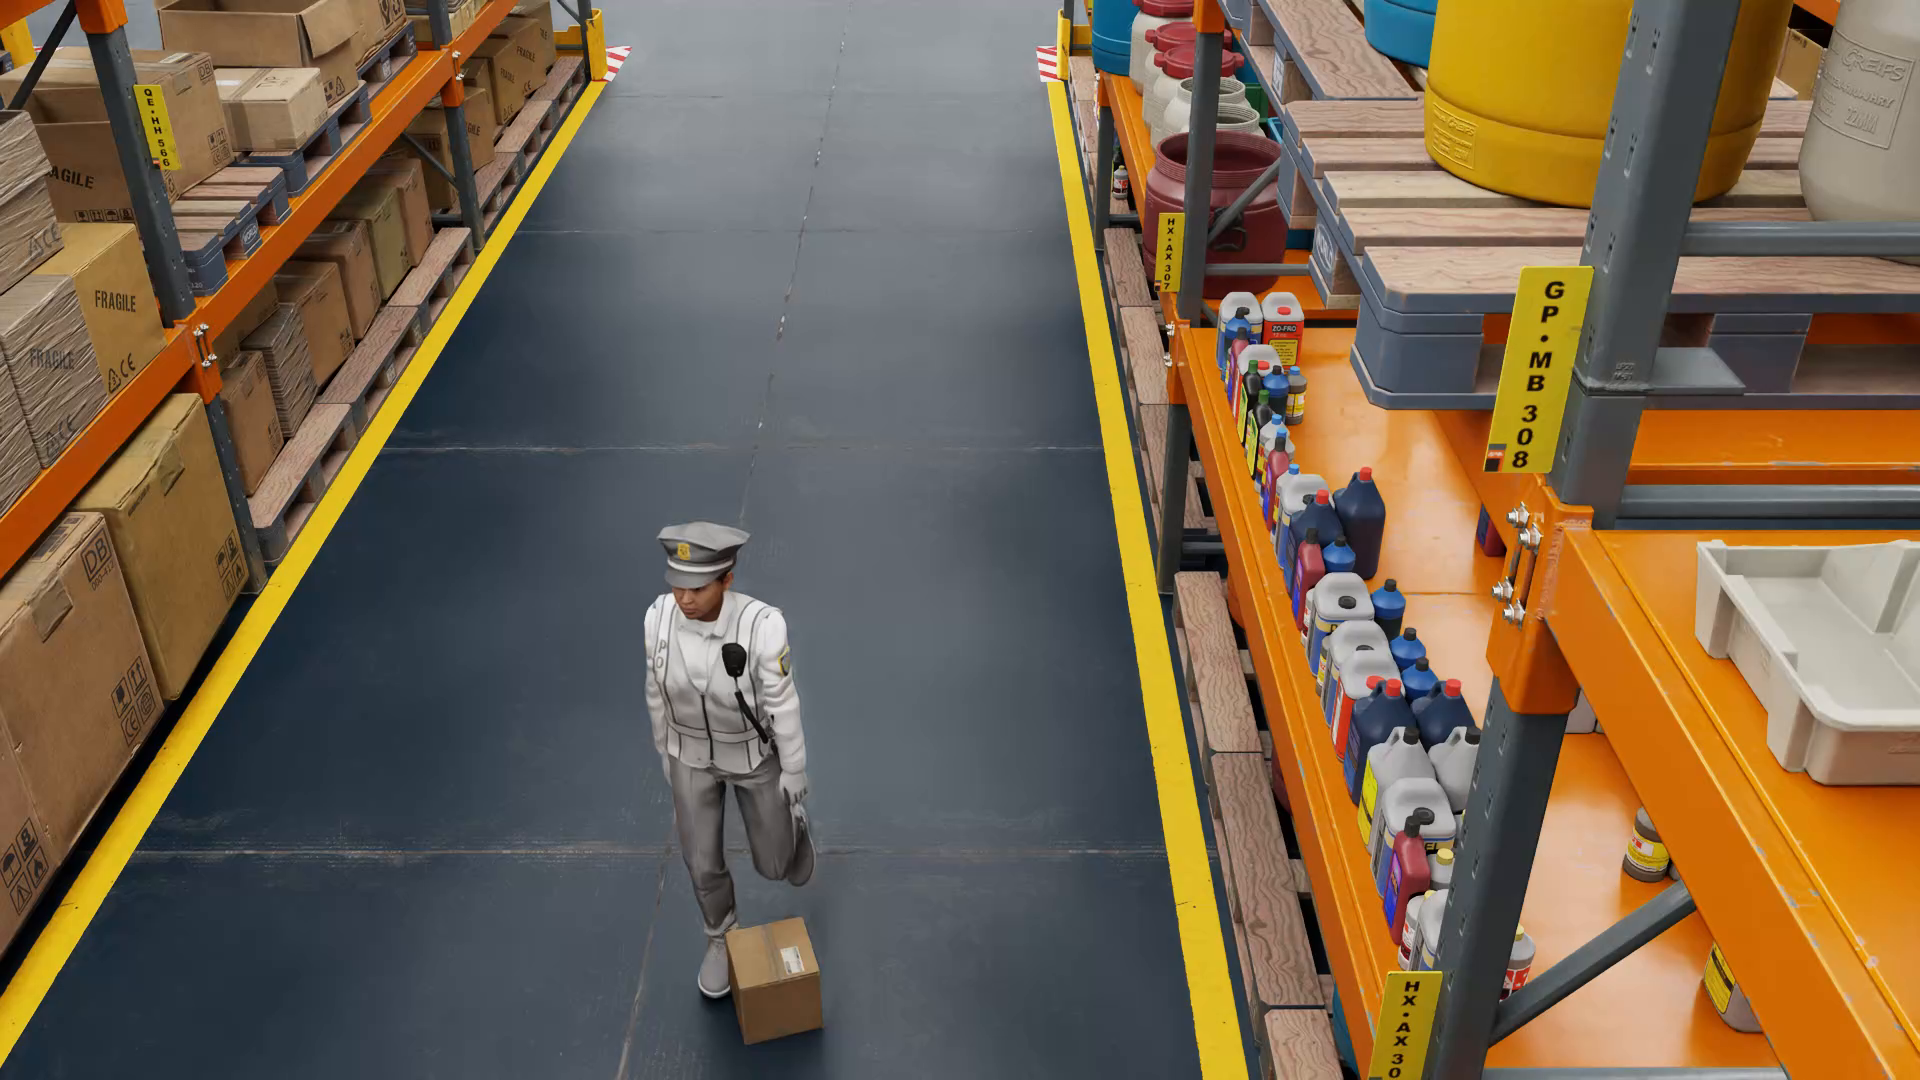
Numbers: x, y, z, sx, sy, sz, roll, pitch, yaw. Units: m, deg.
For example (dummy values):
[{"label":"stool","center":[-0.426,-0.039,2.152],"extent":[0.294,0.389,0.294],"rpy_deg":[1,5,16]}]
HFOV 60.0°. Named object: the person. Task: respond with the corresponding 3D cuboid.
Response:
[{"label":"person","center":[-0.693,0.608,5.100],"extent":[0.500,1.666,0.599],"rpy_deg":[4,32,7]}]
